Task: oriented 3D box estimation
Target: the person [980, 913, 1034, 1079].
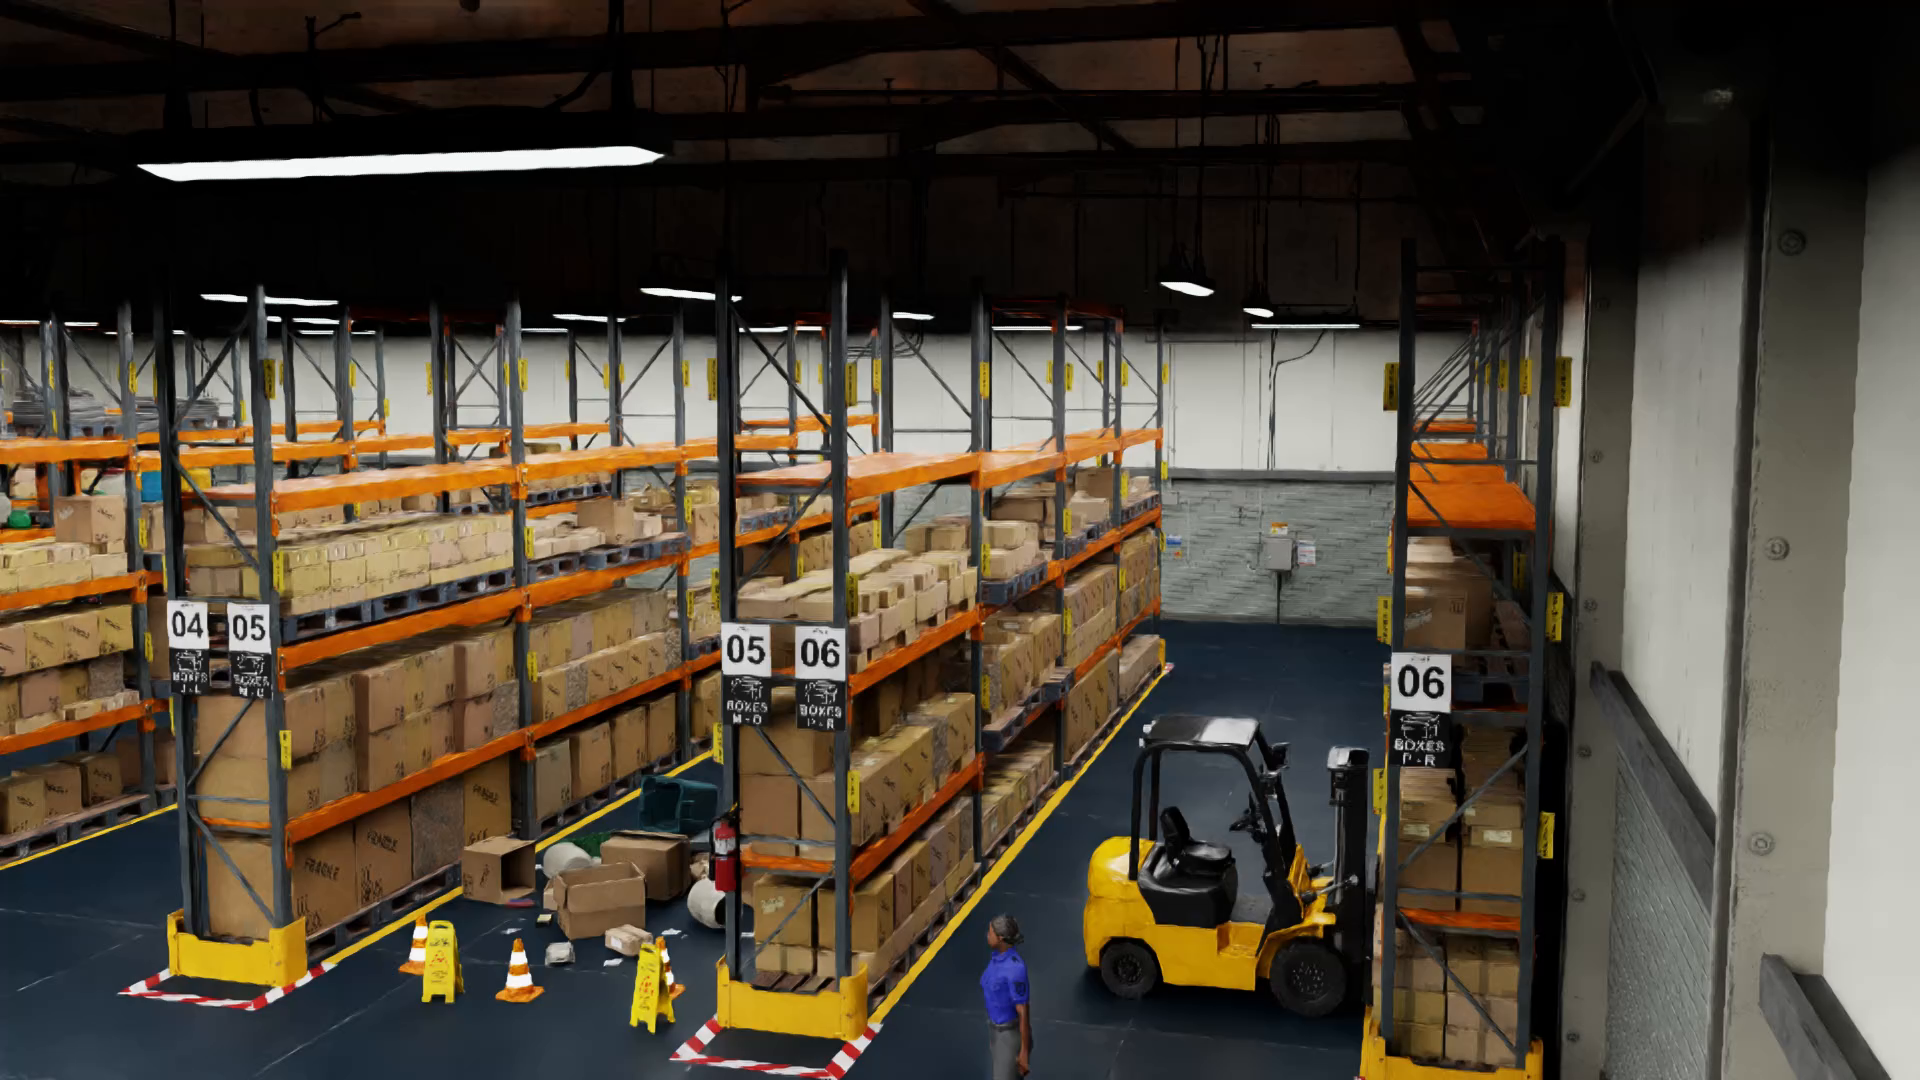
[{"bbox_3d":[0.338,3.213,10.644,0.368,1.652,0.557,-2,6,-14],"label":"person"}]
